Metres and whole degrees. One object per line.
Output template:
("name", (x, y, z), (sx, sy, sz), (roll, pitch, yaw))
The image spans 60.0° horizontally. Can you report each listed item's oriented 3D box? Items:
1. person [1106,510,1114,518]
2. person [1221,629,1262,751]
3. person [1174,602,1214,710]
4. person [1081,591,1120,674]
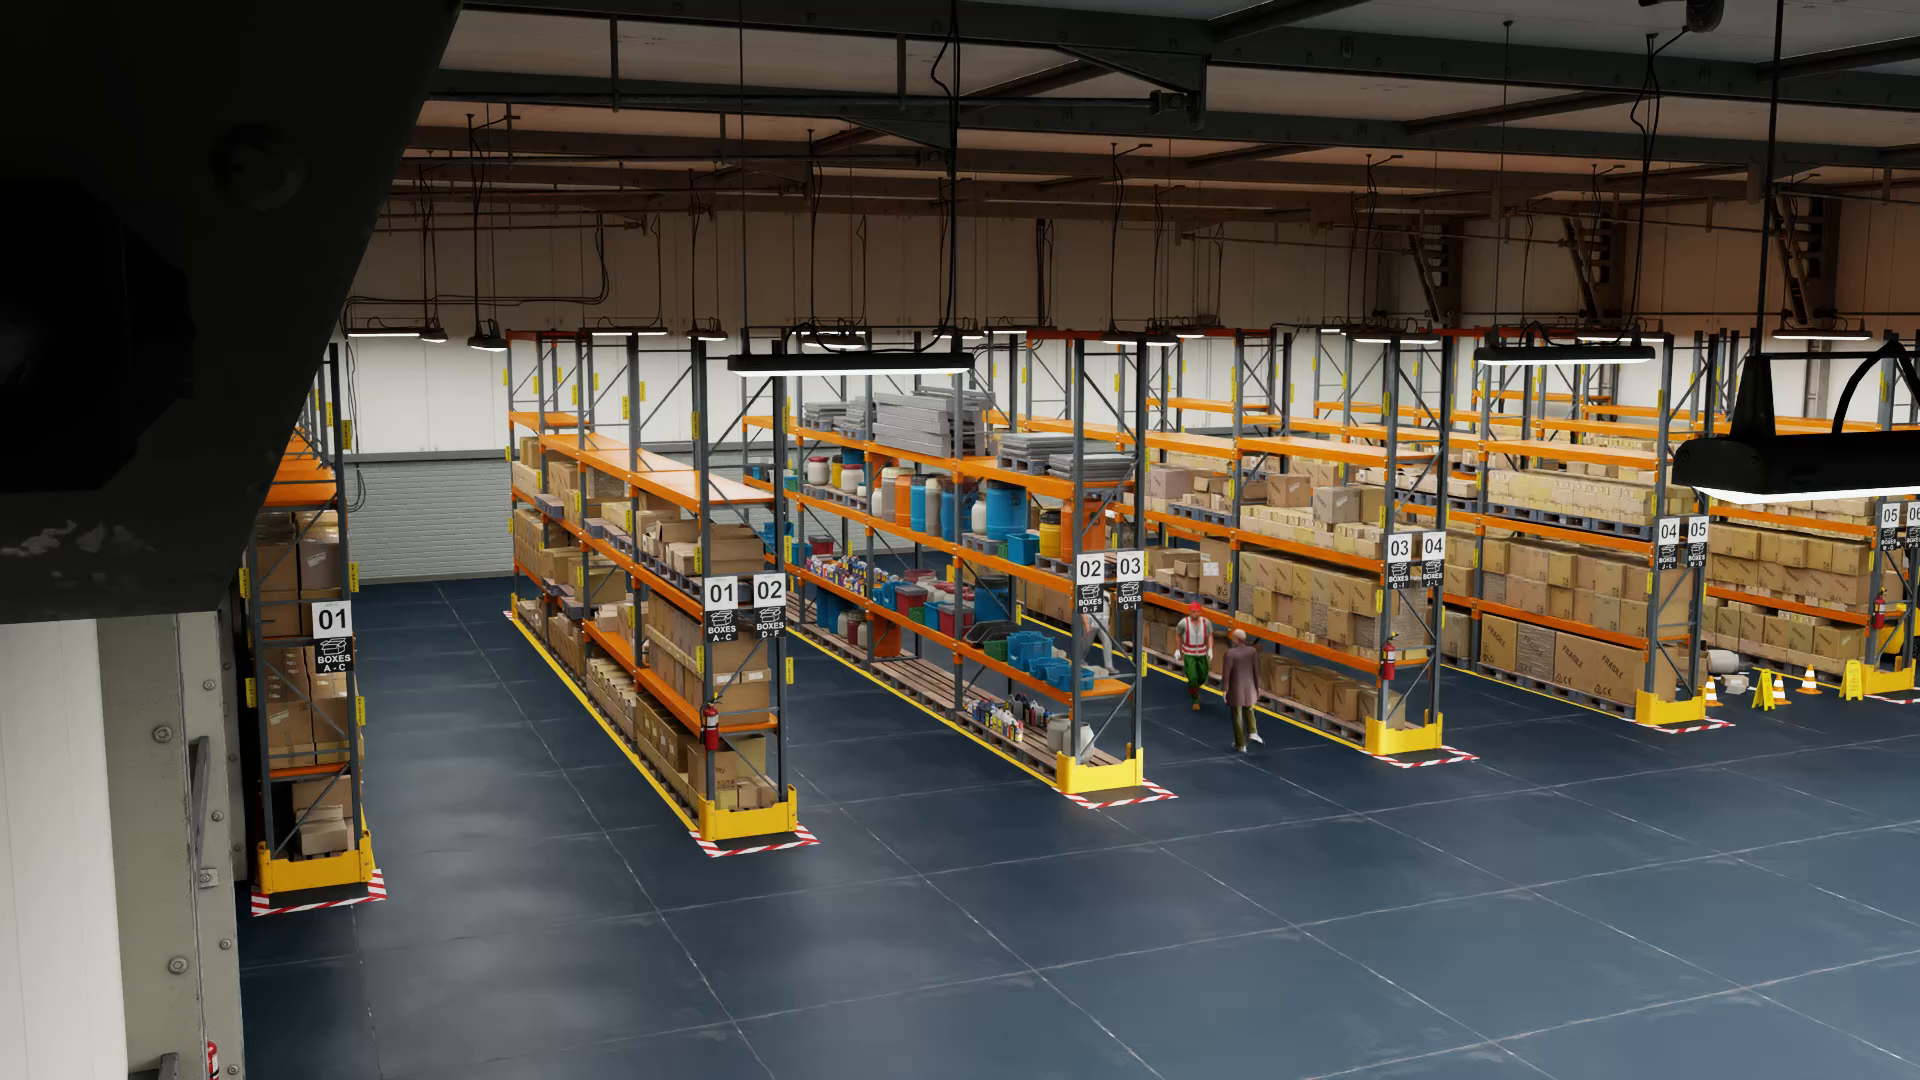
("person", (3.492, -0.090, 40.758), (0.605, 1.738, 1.011), (1, 8, 9))
("person", (4.088, 2.176, 24.121), (0.617, 1.771, 0.571), (-2, 8, -11))
("person", (3.752, 1.825, 26.826), (0.606, 1.757, 0.740), (-1, 8, -7))
("person", (2.438, 1.480, 29.378), (0.633, 1.715, 1.099), (-4, 9, -25))
